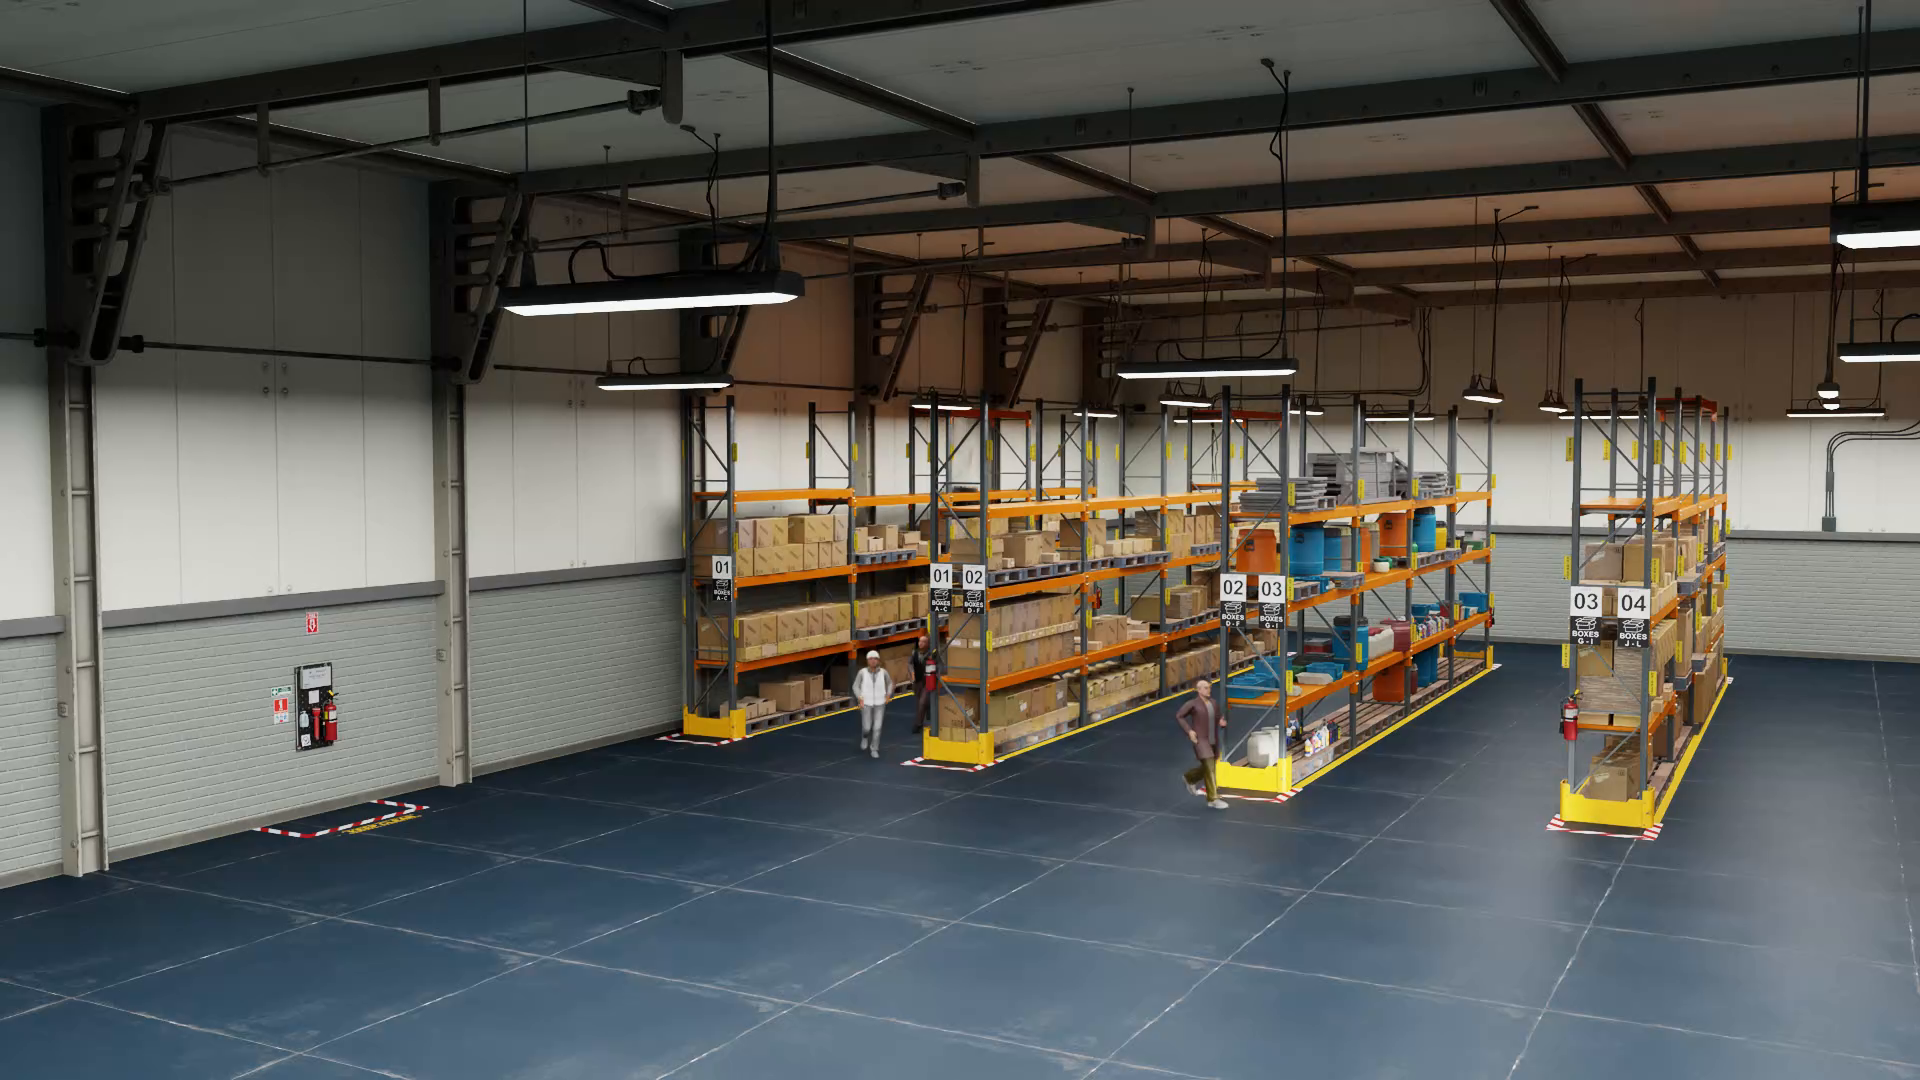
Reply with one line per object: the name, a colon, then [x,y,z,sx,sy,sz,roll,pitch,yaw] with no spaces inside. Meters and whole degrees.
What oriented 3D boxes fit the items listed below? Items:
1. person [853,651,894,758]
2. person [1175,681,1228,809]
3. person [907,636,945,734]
person: [-1.427,2.693,27.484,0.682,1.749,0.584,-1,3,-10]
person: [3.451,2.867,23.549,0.715,1.754,1.024,-2,4,-36]
person: [-0.628,2.583,29.993,0.683,1.714,0.907,1,3,21]
